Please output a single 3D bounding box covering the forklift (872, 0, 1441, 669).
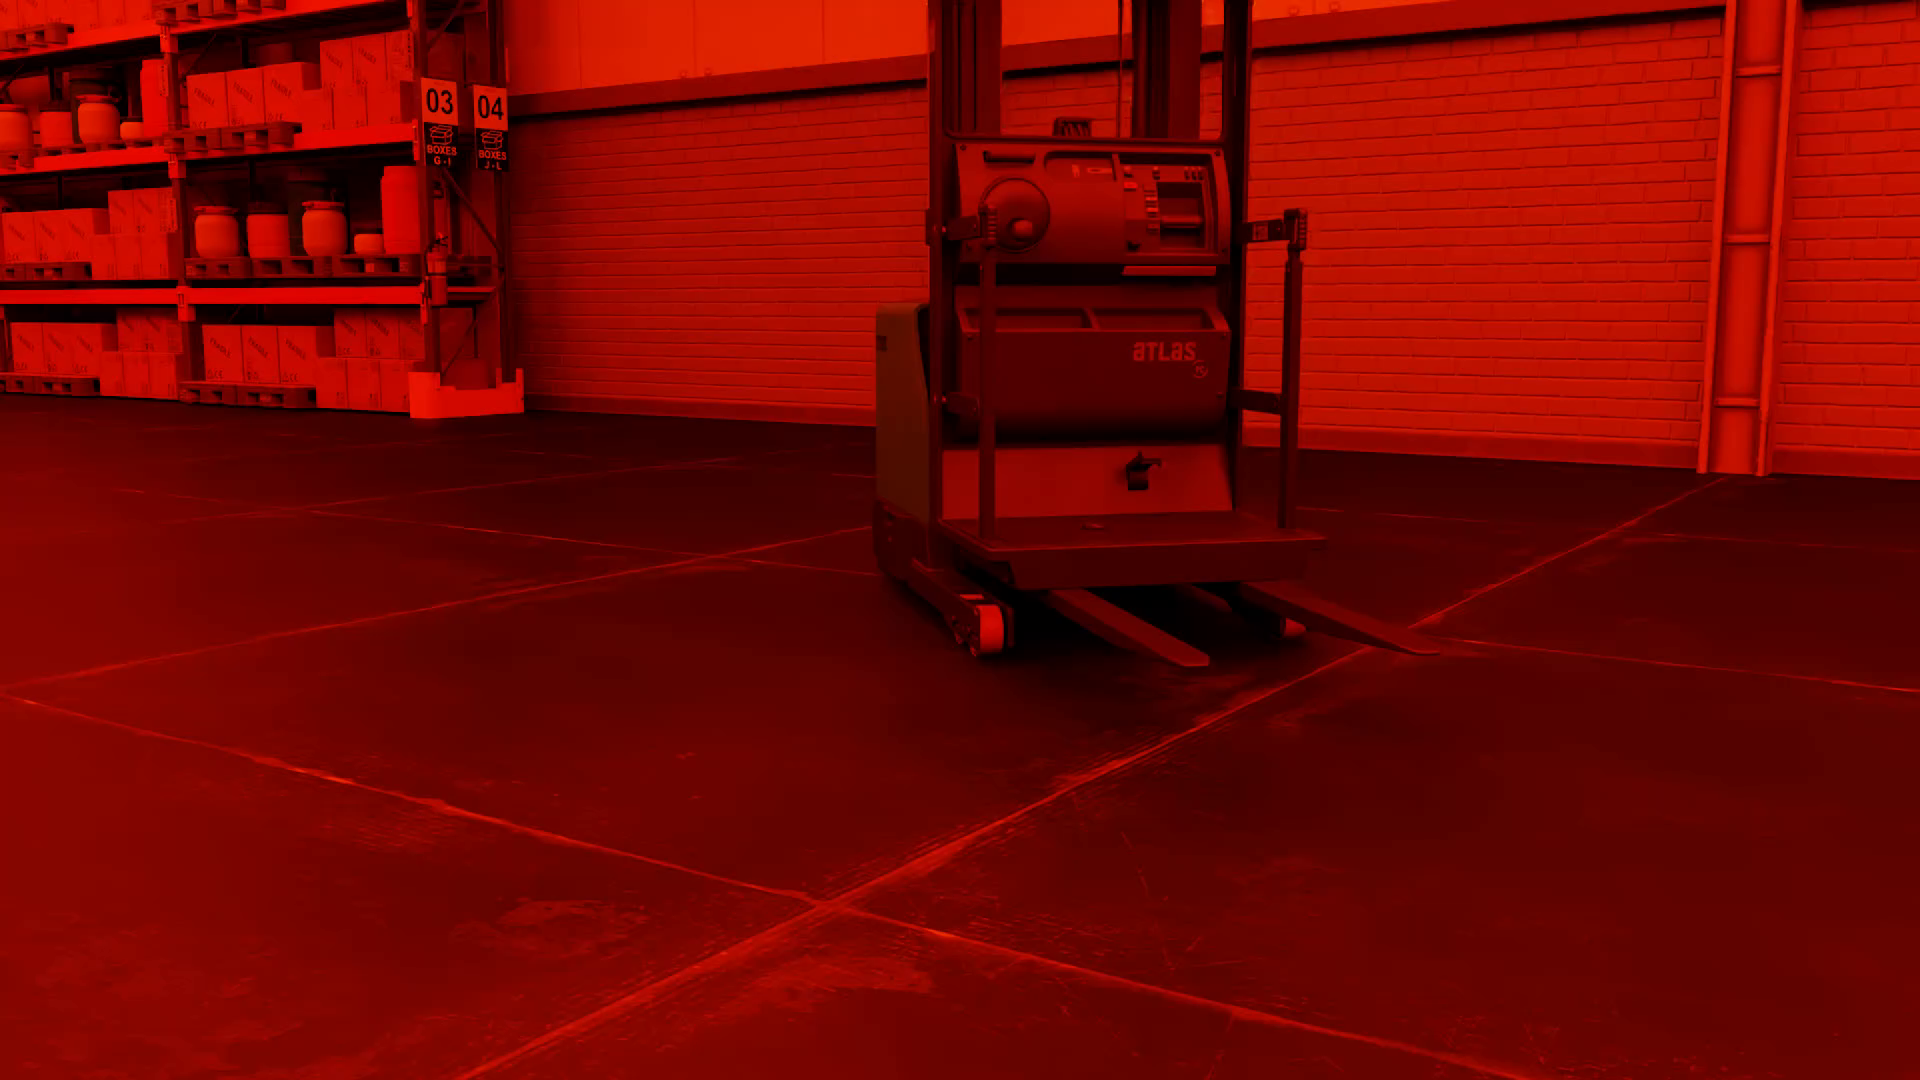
[{"bbox_3d":[0.497,-1.151,5.285,1.130,2.935,3.031,-2,8,-14],"label":"forklift"}]
